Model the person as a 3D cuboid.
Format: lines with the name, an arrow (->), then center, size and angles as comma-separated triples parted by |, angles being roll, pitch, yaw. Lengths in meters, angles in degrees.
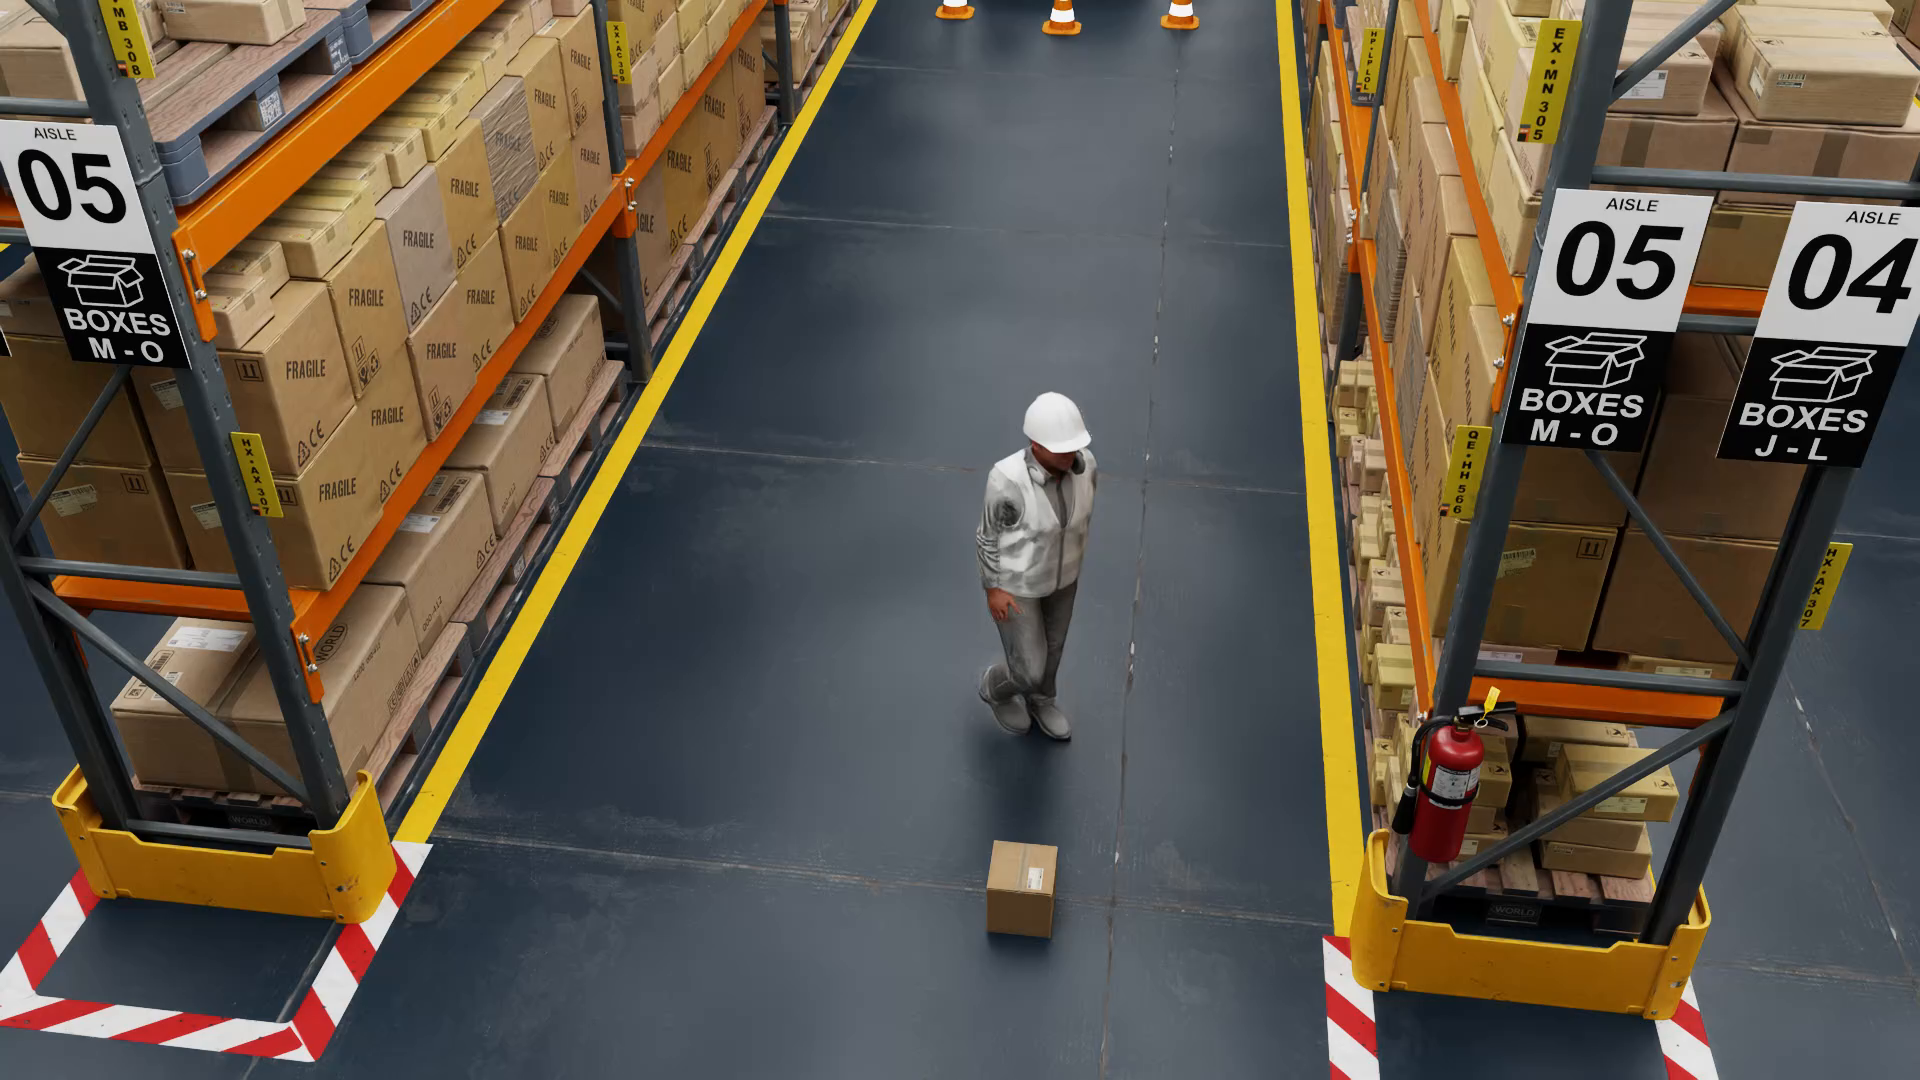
person -> 0.323, 0.139, 6.819 | 0.554, 1.764, 0.490 | -22, 41, -27
